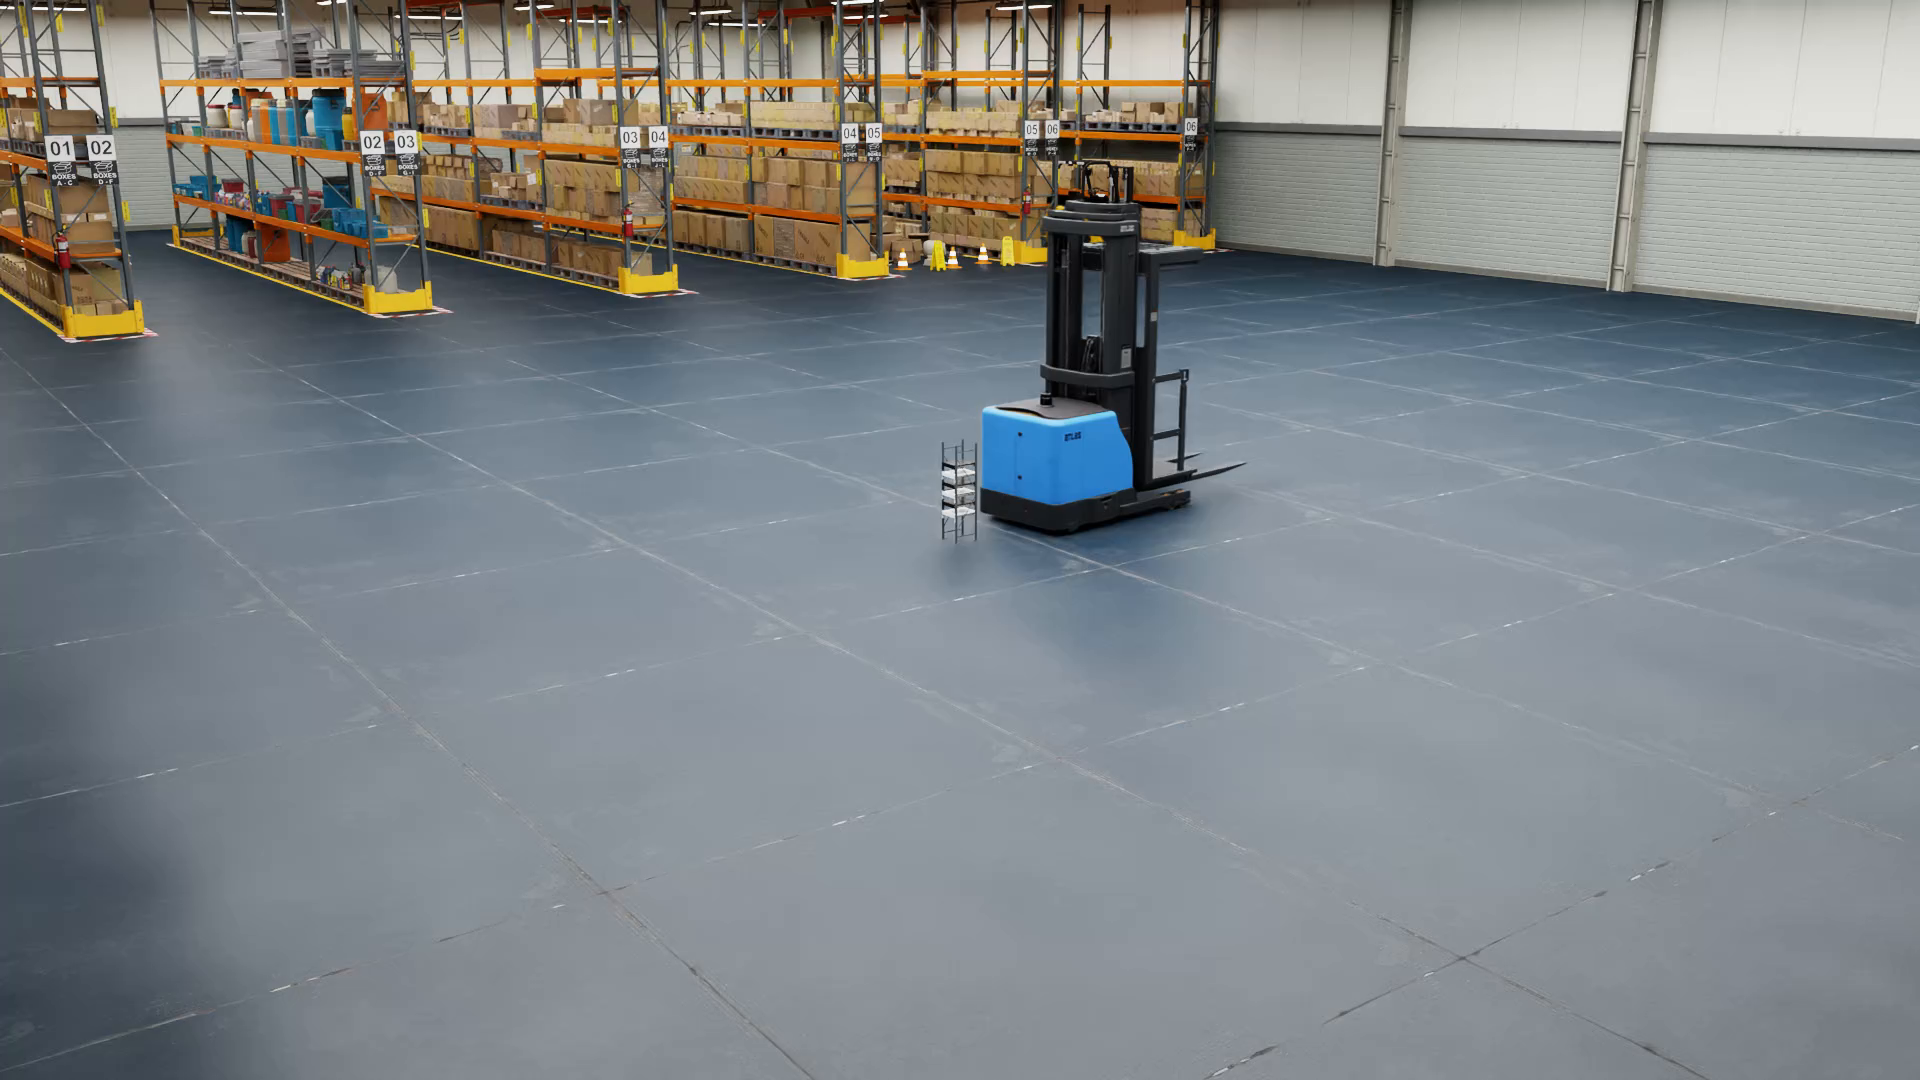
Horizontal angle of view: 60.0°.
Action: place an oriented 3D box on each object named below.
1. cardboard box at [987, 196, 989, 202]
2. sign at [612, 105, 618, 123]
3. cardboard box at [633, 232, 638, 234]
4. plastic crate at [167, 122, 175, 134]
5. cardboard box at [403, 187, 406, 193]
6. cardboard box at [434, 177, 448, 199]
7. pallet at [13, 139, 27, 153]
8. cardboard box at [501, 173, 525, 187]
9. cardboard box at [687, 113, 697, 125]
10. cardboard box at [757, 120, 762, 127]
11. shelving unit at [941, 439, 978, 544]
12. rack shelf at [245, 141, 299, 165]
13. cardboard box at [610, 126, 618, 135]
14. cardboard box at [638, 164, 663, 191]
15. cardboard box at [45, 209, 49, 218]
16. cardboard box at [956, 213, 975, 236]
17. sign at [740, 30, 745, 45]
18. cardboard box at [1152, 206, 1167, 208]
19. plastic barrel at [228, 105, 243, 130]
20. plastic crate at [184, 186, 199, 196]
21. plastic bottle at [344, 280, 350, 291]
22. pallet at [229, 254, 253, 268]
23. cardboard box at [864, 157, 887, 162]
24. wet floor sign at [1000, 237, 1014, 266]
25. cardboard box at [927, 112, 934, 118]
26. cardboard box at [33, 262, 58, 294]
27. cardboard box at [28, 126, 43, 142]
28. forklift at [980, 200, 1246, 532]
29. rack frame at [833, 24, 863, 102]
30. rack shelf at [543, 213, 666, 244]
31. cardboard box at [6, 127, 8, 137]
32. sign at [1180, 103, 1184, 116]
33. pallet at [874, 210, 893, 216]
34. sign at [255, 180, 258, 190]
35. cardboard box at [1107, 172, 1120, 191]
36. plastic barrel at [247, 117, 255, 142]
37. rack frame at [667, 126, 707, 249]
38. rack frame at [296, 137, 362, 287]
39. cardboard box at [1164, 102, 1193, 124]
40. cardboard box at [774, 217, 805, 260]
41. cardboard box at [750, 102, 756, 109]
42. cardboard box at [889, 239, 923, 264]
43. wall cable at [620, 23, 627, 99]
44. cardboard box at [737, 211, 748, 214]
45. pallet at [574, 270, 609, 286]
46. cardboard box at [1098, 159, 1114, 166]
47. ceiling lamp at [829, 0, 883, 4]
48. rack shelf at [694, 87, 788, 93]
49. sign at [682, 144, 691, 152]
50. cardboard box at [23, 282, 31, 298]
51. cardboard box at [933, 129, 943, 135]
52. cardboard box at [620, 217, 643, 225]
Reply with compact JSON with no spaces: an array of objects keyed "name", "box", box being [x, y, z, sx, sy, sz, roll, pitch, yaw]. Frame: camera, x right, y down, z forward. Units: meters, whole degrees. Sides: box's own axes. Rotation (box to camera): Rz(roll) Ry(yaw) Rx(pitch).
[{"name":"cardboard box","box":[0.858,-8.098,39.457,0.380,0.149,0.250,-11,19,-34]},{"name":"sign","box":[-6.641,-8.204,32.011,0.100,0.325,0.005,-11,19,-35]},{"name":"cardboard box","box":[-8.313,-8.299,43.654,0.500,0.500,0.500,-10,18,-34]},{"name":"plastic crate","box":[-19.593,-10.319,41.660,0.497,0.269,0.590,-11,19,-35]},{"name":"cardboard box","box":[-14.134,-9.033,42.872,0.380,0.149,0.250,-10,18,-34]},{"name":"cardboard box","box":[-12.577,-8.672,40.889,0.500,0.500,0.500,-11,19,-36]},{"name":"pallet","box":[-16.025,-6.956,29.294,1.003,0.211,1.213,-11,19,-35]},{"name":"cardboard box","box":[-10.125,-8.159,38.219,0.700,0.500,0.500,-8,17,-26]},{"name":"cardboard box","box":[-6.270,-10.199,40.274,0.500,0.250,0.500,-10,18,-33]},{"name":"cardboard box","box":[-4.368,-9.406,37.569,0.380,0.149,0.250,-11,19,-34]},{"name":"shelving unit","box":[-0.005,-0.436,14.964,0.258,0.900,0.210,-11,19,-35]},{"name":"rack shelf","box":[-13.714,-8.025,34.394,1.077,0.370,4.000,-11,19,-35]},{"name":"cardboard box","box":[-6.596,-7.990,32.434,0.380,0.149,0.250,-11,19,-35]},{"name":"cardboard box","box":[-6.283,-7.246,33.222,0.500,0.500,0.500,-11,19,-35]},{"name":"cardboard box","box":[-15.337,-5.565,28.309,0.380,0.149,0.250,-10,18,-33]},{"name":"cardboard box","box":[0.240,-7.652,40.343,0.500,0.500,0.500,-10,18,-32]},{"name":"sign","box":[-4.893,-11.310,37.435,0.100,0.325,0.005,-11,19,-35]},{"name":"cardboard box","box":[5.137,-8.427,42.703,0.500,0.250,0.500,-11,19,-35]},{"name":"plastic barrel","box":[-16.055,-9.422,37.084,0.433,0.535,0.433,0,15,0]},{"name":"plastic crate","box":[-18.941,-8.623,41.105,0.416,0.233,0.300,-11,19,-35]},{"name":"plastic bottle","box":[-11.621,-4.830,31.510,0.097,0.201,0.097,0,15,0]},{"name":"pallet","box":[-16.101,-6.429,38.166,1.003,0.211,1.213,-11,19,-35]},{"name":"cardboard box","box":[-2.161,-9.699,43.281,0.500,0.500,0.500,-10,18,-34]},{"name":"wet floor sign","box":[1.082,-6.608,37.999,0.267,0.644,0.232,-4,16,-15]},{"name":"cardboard box","box":[-0.595,-10.397,40.665,0.380,0.149,0.250,-11,19,-36]},{"name":"cardboard box","box":[-15.940,-4.607,29.218,0.500,0.500,0.500,-11,19,-35]},{"name":"cardboard box","box":[-15.086,-6.725,27.507,0.500,0.250,0.500,-11,19,-35]},{"name":"forklift","box":[1.616,-1.790,16.065,3.031,2.935,1.130,-14,20,-41]},{"name":"rack frame","box":[-3.559,-15.032,52.952,1.000,3.000,0.127,-11,19,-35]},{"name":"rack shelf","box":[-7.356,-6.493,34.478,1.077,0.370,4.000,-11,19,-35]},{"name":"cardboard box","box":[-17.937,-7.840,31.844,0.500,0.250,0.500,-11,19,-36]},{"name":"sign","box":[5.402,-10.476,40.462,0.100,0.325,0.005,-11,19,-35]},{"name":"pallet","box":[-2.332,-10.347,52.480,1.003,0.211,1.213,-11,19,-35]},{"name":"sign","box":[-16.796,-8.425,39.650,0.100,0.325,0.005,-11,19,-35]},{"name":"cardboard box","box":[4.165,-9.272,43.083,0.500,0.500,0.500,-11,19,-35]},{"name":"plastic barrel","box":[-14.956,-8.739,35.429,0.421,0.512,0.421,0,15,0]},{"name":"rack frame","box":[-6.813,-8.869,41.799,1.000,3.000,0.127,-11,19,-35]},{"name":"rack frame","box":[-12.538,-6.498,33.135,1.000,3.000,0.127,-11,19,-35]},{"name":"cardboard box","box":[5.391,-10.524,40.990,0.500,0.500,0.500,-10,18,-33]},{"name":"cardboard box","box":[-3.614,-6.856,37.671,0.875,0.875,0.875,-11,19,-34]},{"name":"cardboard box","box":[-4.522,-9.845,37.664,0.380,0.149,0.250,-11,19,-34]},{"name":"cardboard box","box":[-1.245,-6.729,38.707,0.637,0.503,0.797,4,16,13]},{"name":"wall cable","box":[-11.144,-15.432,54.412,0.463,3.000,0.029,-11,19,-35]},{"name":"cardboard box","box":[-6.029,-9.822,49.337,0.875,0.438,0.875,-12,19,-36]},{"name":"pallet","box":[-7.387,-5.523,34.855,1.003,0.211,1.213,-11,19,-35]},{"name":"cardboard box","box":[3.828,-9.872,43.480,0.380,0.149,0.250,-11,19,-36]},{"name":"ceiling lamp","box":[-2.204,-14.146,38.658,0.800,3.185,2.000,-11,19,-35]},{"name":"rack shelf","box":[-6.396,-13.294,48.722,1.077,0.370,4.000,-11,19,-35]},{"name":"sign","box":[-9.288,-13.297,56.411,0.339,0.242,0.001,-11,19,-35]},{"name":"cardboard box","box":[-17.026,-4.650,30.795,0.500,0.250,0.500,-11,19,-35]},{"name":"cardboard box","box":[-0.425,-9.961,40.581,0.380,0.149,0.250,-11,19,-34]},{"name":"cardboard box","box":[-6.515,-6.320,32.962,0.380,0.149,0.250,-11,19,-35]}]
